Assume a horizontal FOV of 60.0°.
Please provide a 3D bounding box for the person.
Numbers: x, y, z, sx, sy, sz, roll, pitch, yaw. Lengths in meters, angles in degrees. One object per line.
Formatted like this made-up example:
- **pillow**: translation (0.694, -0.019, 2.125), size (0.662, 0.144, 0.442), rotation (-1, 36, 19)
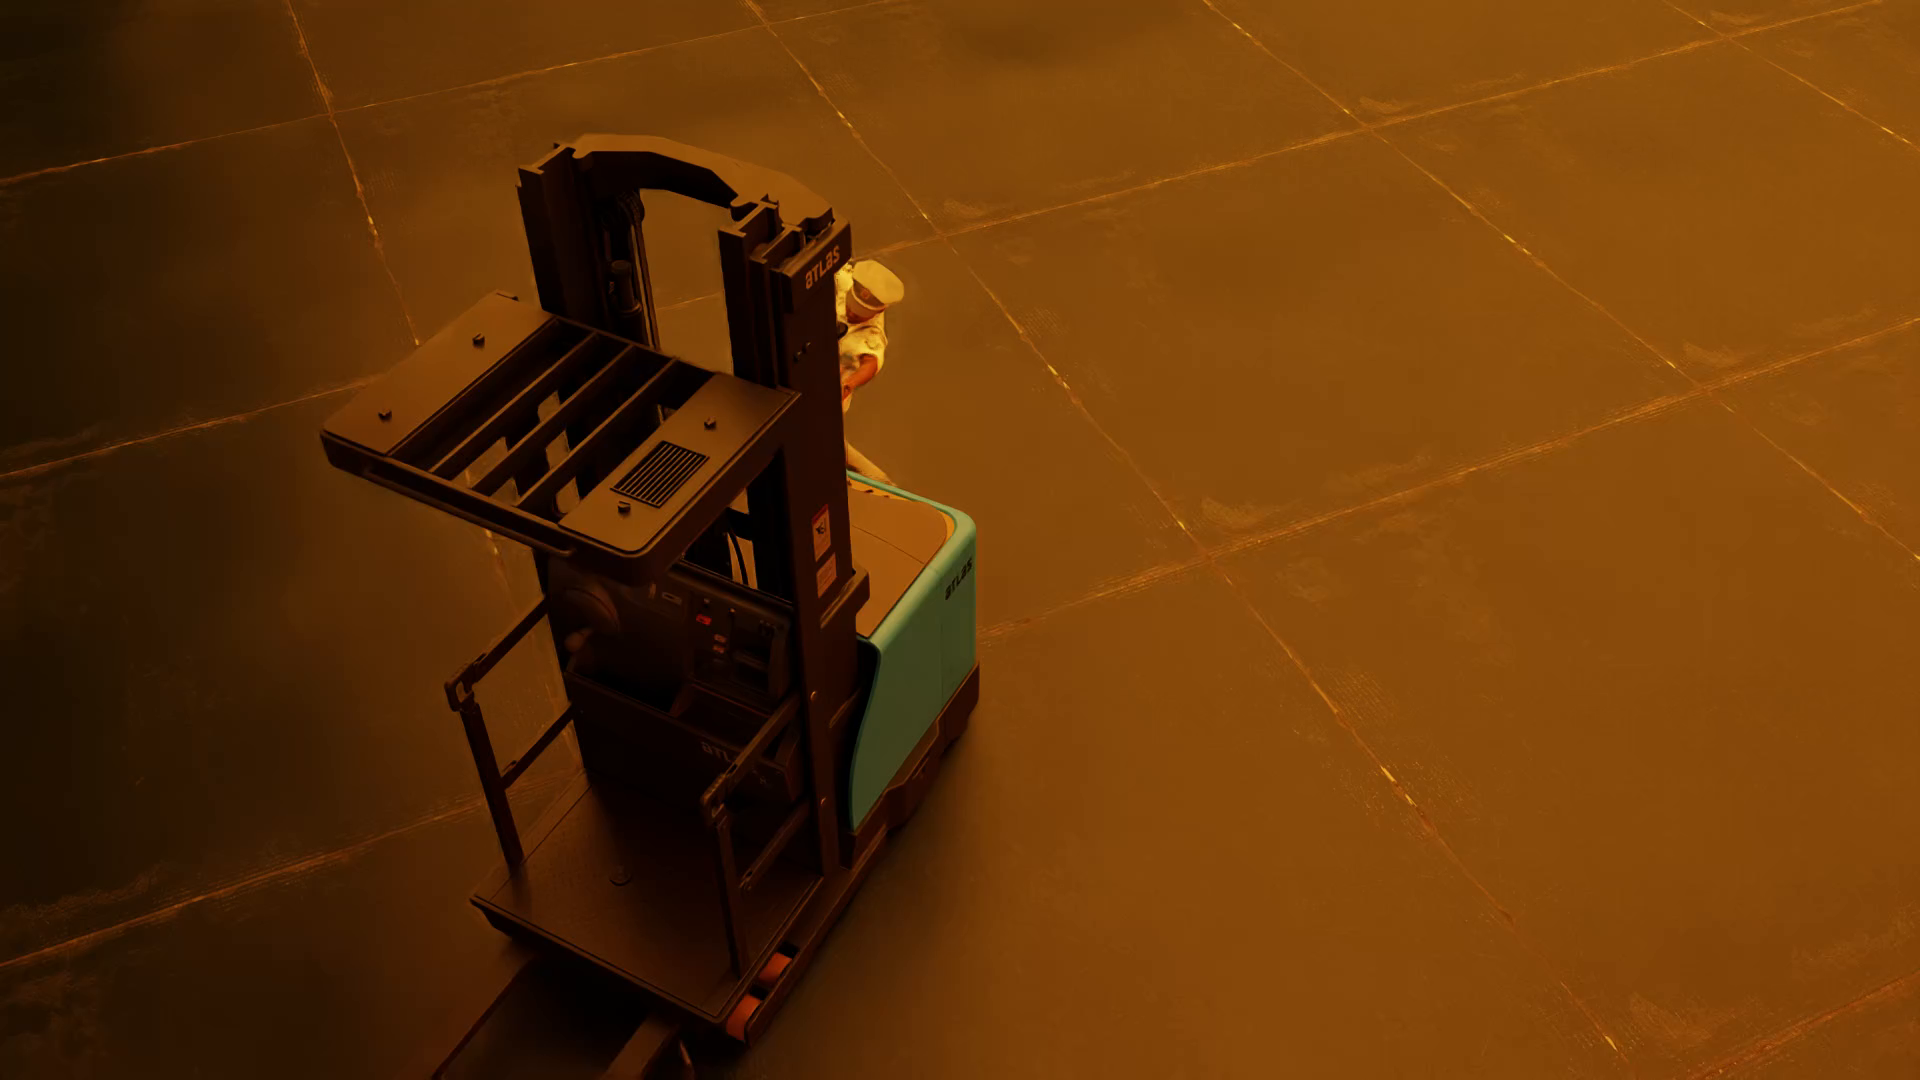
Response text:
- **person**: translation (-0.672, -0.566, 7.328), size (0.823, 1.567, 1.017), rotation (4, 43, 4)

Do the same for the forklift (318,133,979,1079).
- **forklift**: translation (-1.061, 0.353, 5.302), size (1.130, 2.935, 3.031), rotation (20, 47, 20)
